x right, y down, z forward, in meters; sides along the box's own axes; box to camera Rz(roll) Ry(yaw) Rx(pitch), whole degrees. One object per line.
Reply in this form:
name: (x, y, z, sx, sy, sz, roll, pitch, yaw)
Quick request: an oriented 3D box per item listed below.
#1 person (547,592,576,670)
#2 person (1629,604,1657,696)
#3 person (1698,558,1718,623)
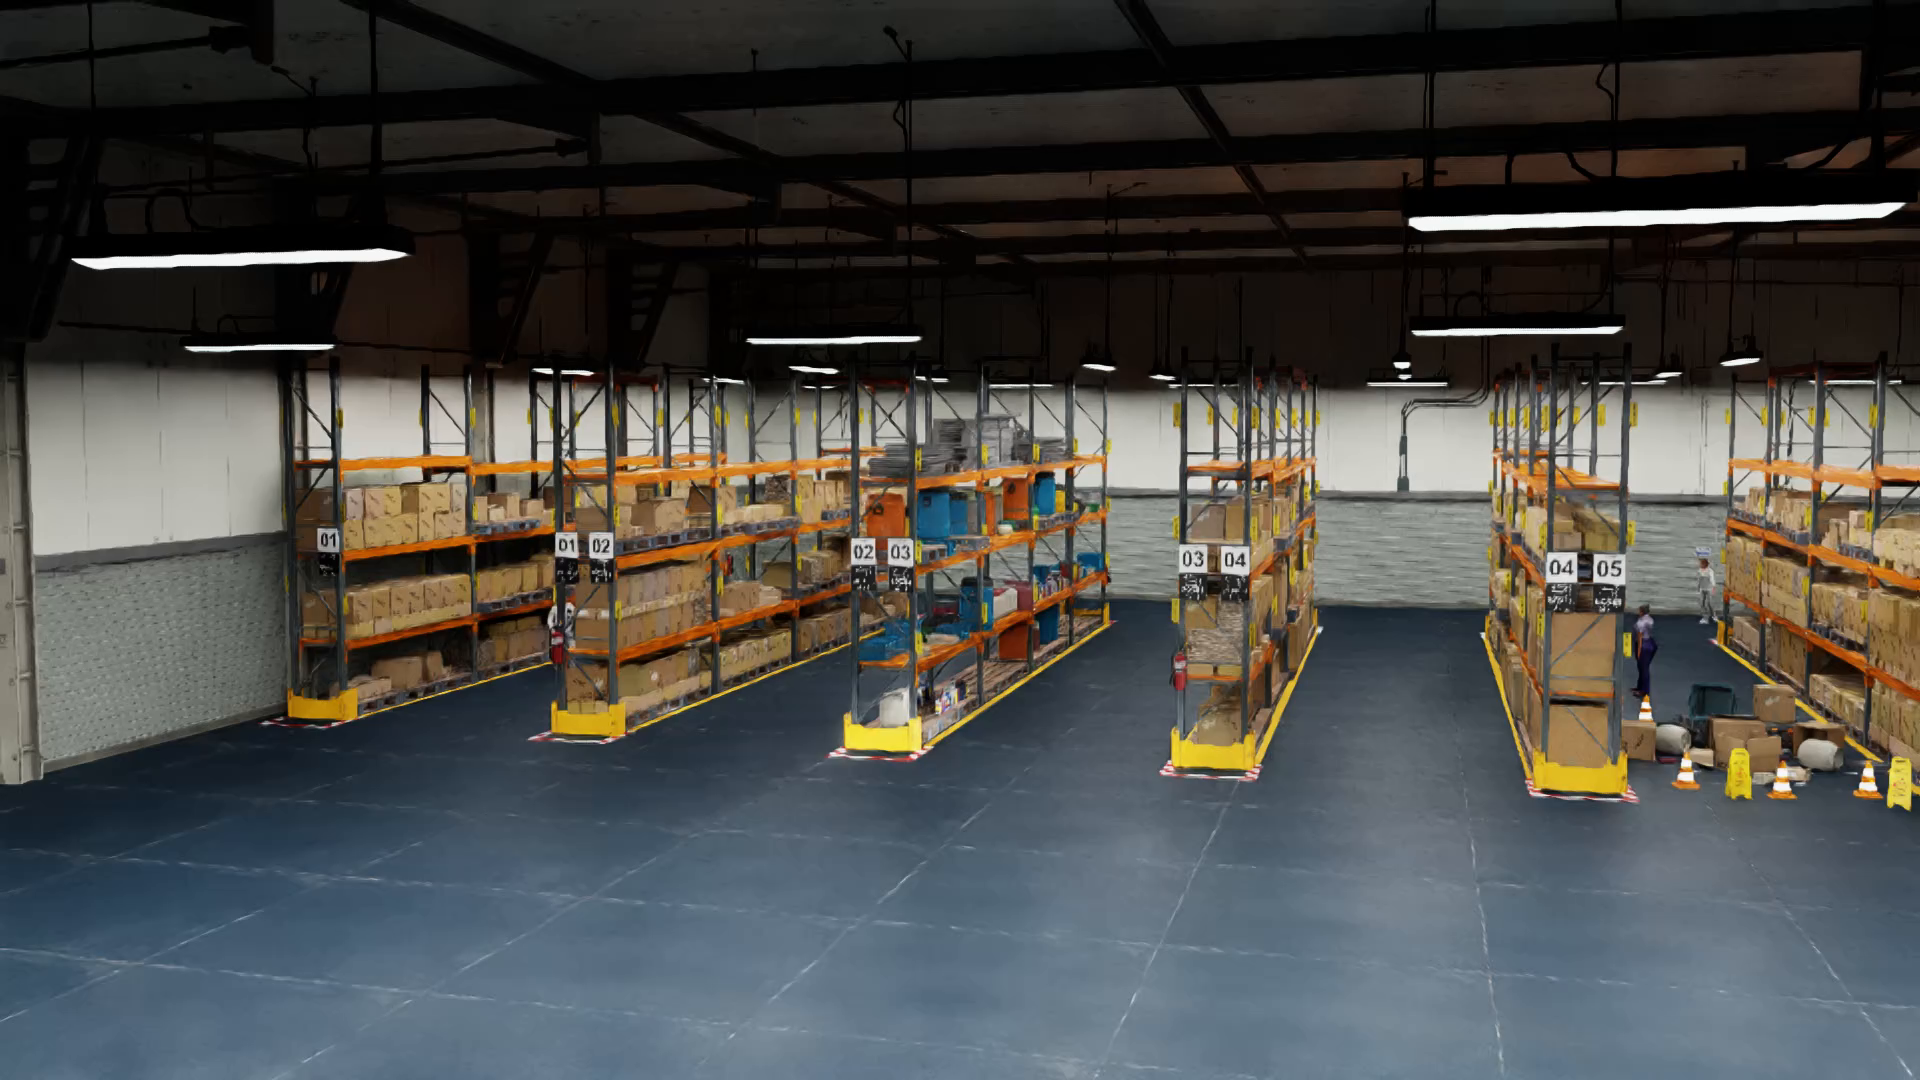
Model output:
person: (-7.770, 1.789, 32.702, 0.638, 1.607, 0.814, 0, 4, -2)
person: (12.308, 1.973, 30.038, 0.523, 1.640, 0.462, -4, 6, -44)
person: (18.320, 1.227, 40.728, 0.506, 1.586, 0.470, -3, 5, -36)
